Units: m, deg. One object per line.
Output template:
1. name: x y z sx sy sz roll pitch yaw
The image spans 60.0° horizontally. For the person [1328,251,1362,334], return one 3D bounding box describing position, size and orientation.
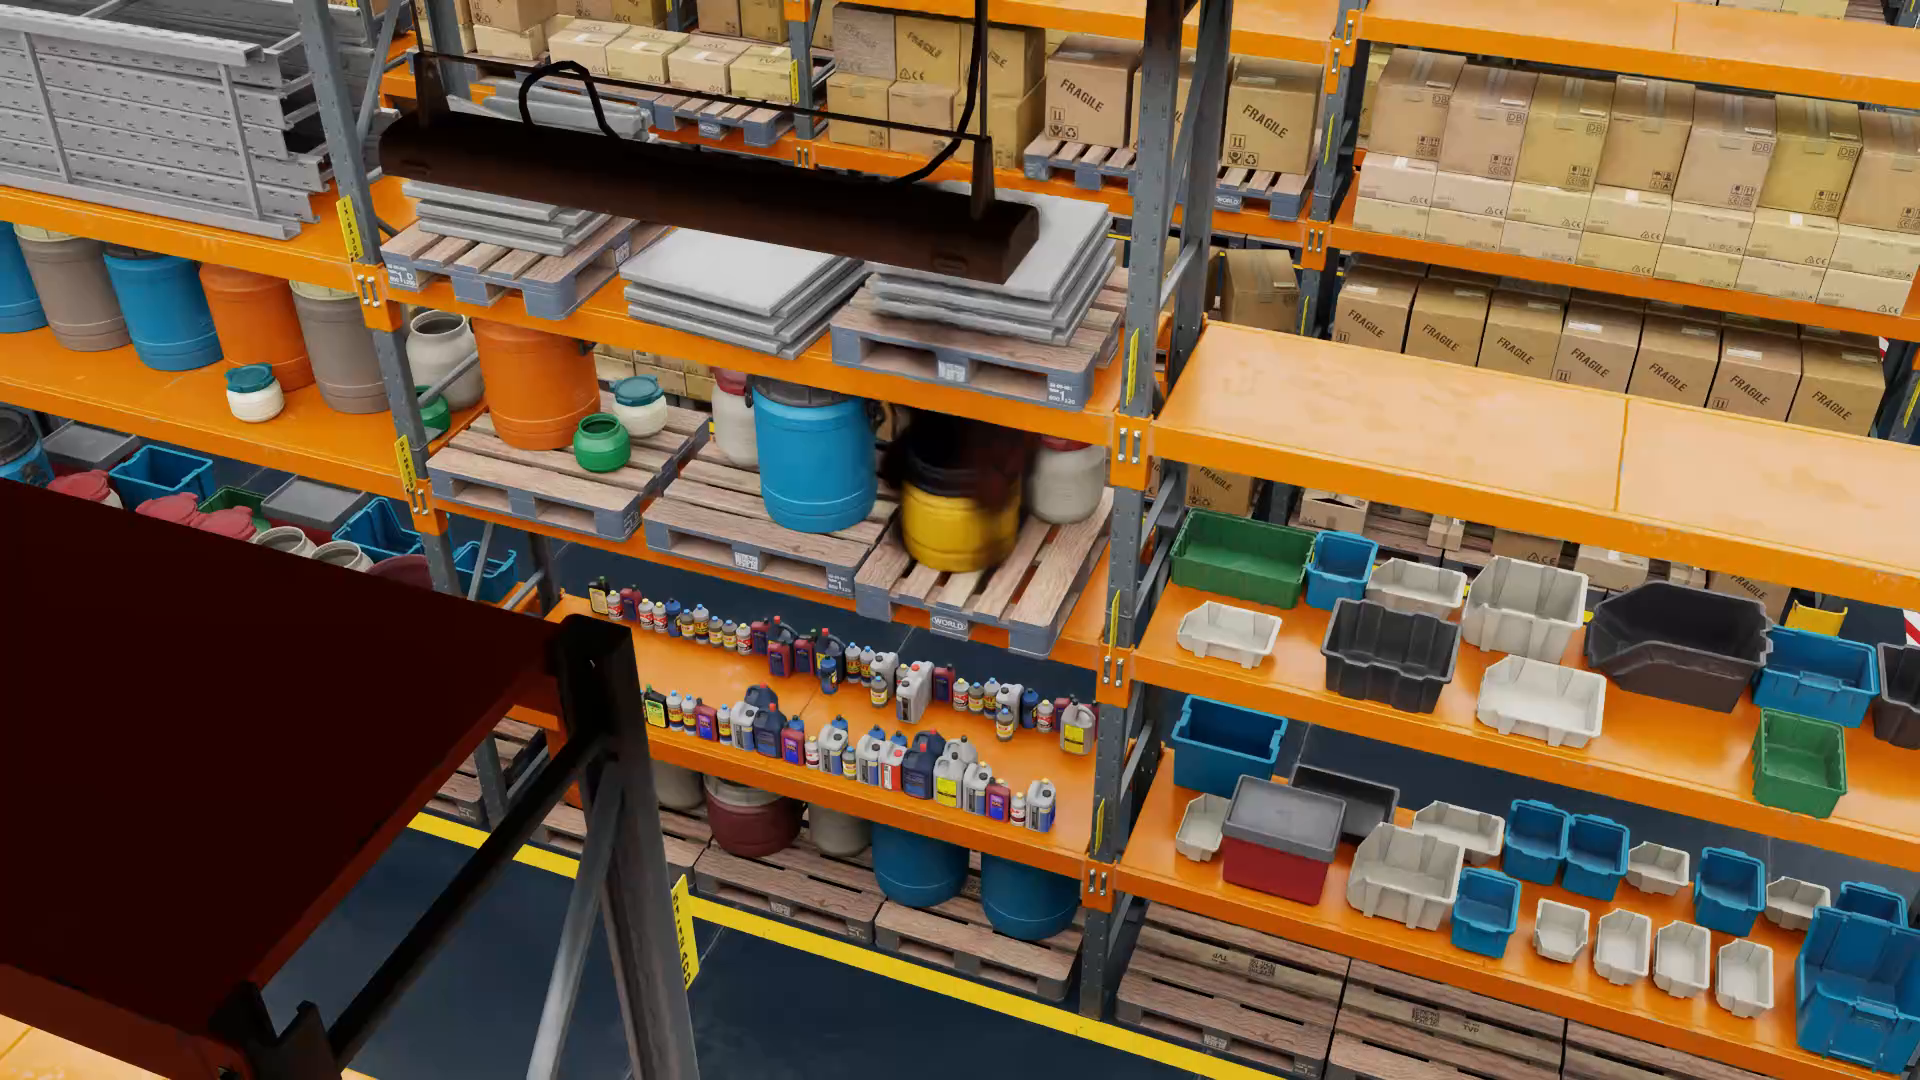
1. person: 3.808 -2.592 15.413 0.873 1.725 0.653 13 38 17
